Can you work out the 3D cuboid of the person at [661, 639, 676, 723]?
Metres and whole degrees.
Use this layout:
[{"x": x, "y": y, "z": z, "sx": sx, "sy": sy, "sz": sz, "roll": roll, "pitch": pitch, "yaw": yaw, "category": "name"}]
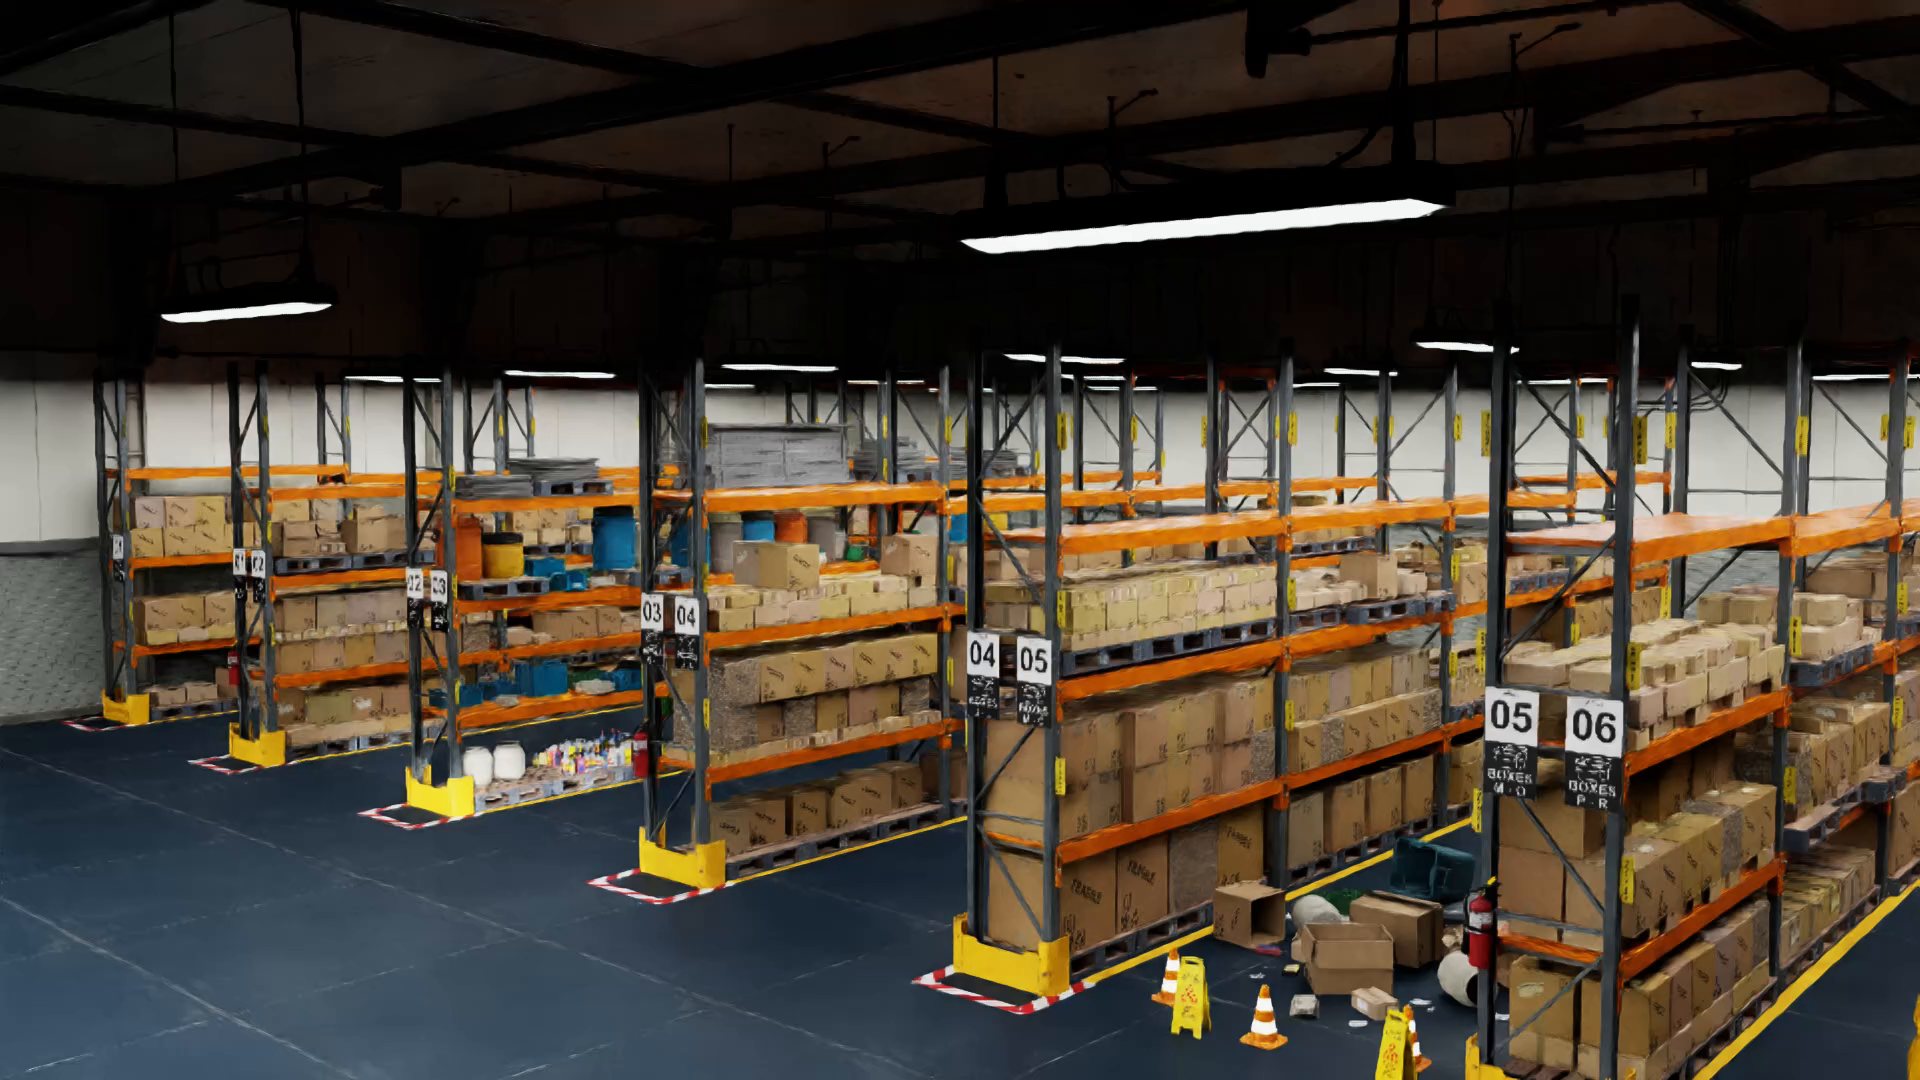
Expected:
[{"x": -4.607, "y": 2.315, "z": 26.843, "sx": 1.037, "sy": 1.728, "sz": 0.531, "roll": -3, "pitch": 5, "yaw": -40, "category": "person"}]
